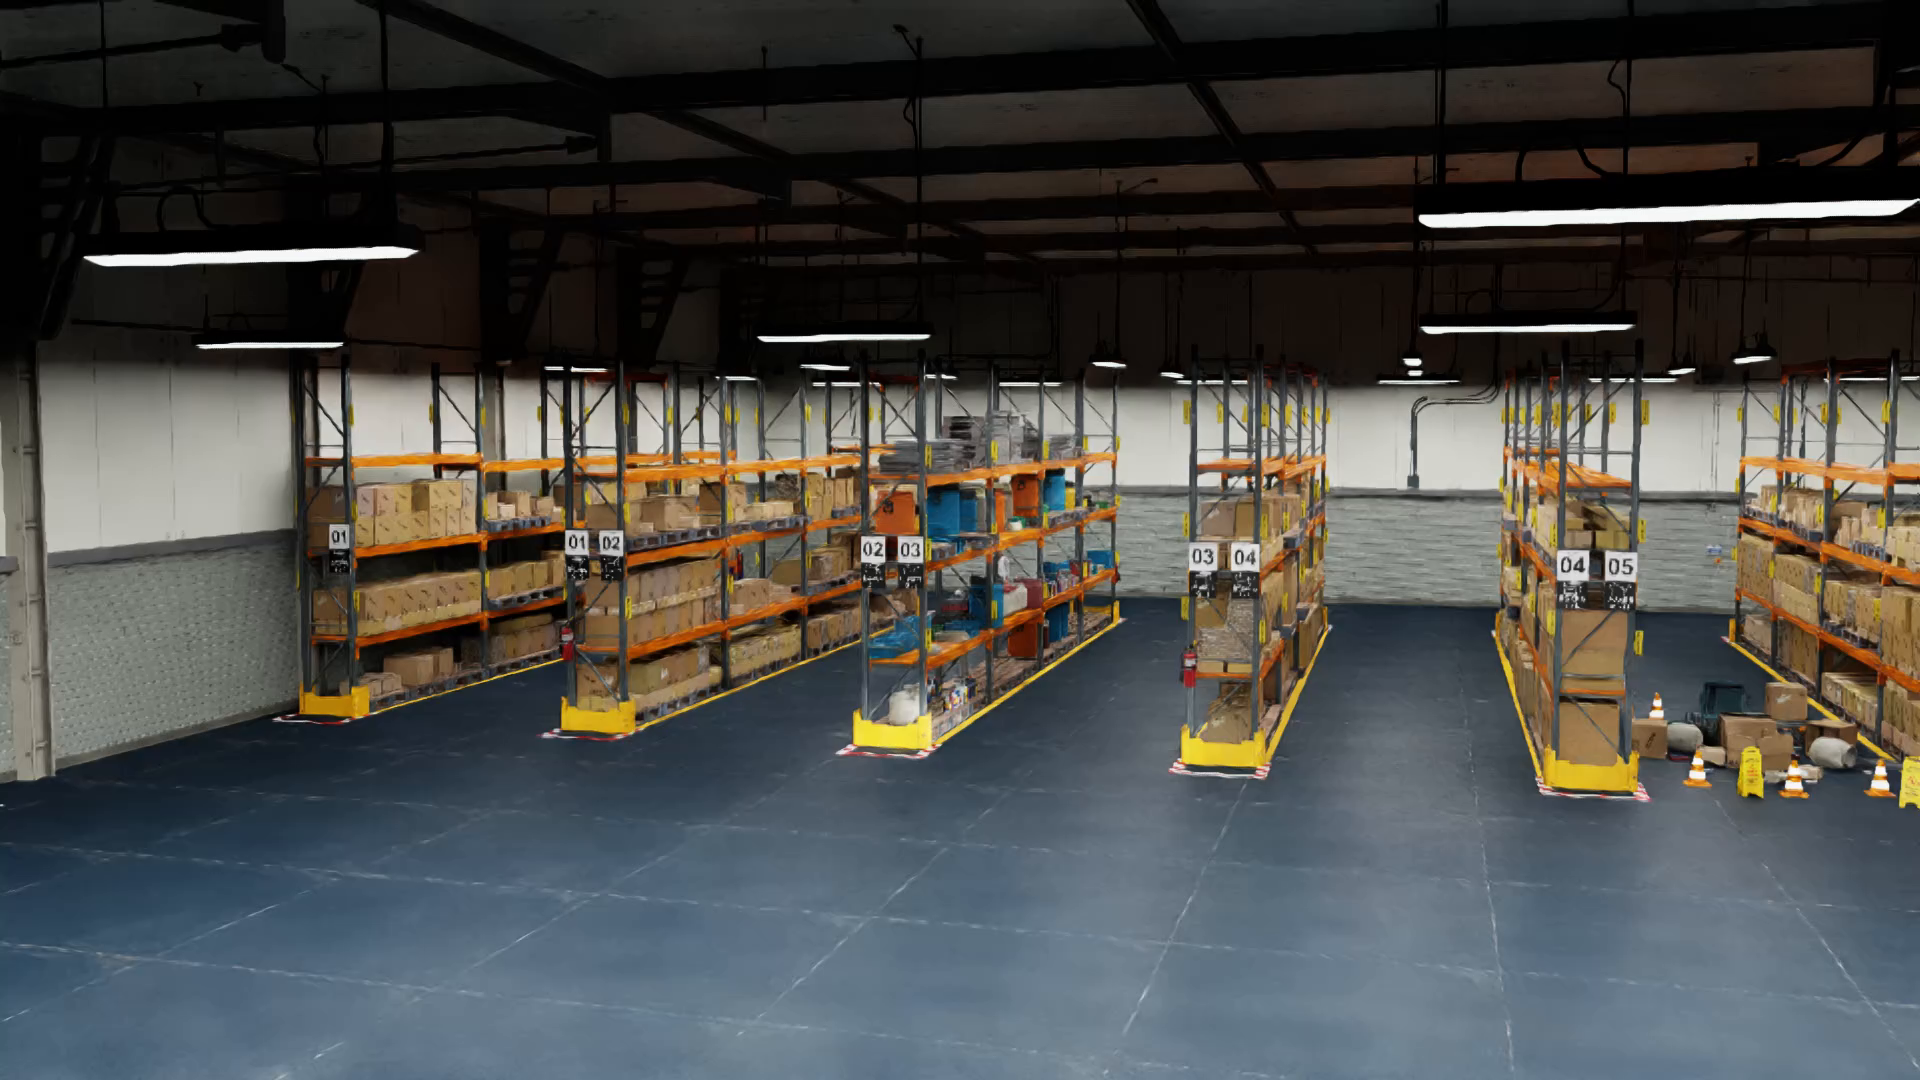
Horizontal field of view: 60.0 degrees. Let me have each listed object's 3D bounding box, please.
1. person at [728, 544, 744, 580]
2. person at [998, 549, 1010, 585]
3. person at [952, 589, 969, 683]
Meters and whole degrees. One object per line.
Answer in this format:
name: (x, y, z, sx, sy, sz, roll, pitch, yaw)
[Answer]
person: (-5.943, 0.859, 44.241, 0.717, 1.636, 0.529, -4, 6, -42)
person: (1.019, 0.963, 42.414, 0.553, 1.725, 1.022, 1, 4, 15)
person: (0.001, 1.707, 29.913, 0.482, 1.657, 0.667, 2, 5, 27)
